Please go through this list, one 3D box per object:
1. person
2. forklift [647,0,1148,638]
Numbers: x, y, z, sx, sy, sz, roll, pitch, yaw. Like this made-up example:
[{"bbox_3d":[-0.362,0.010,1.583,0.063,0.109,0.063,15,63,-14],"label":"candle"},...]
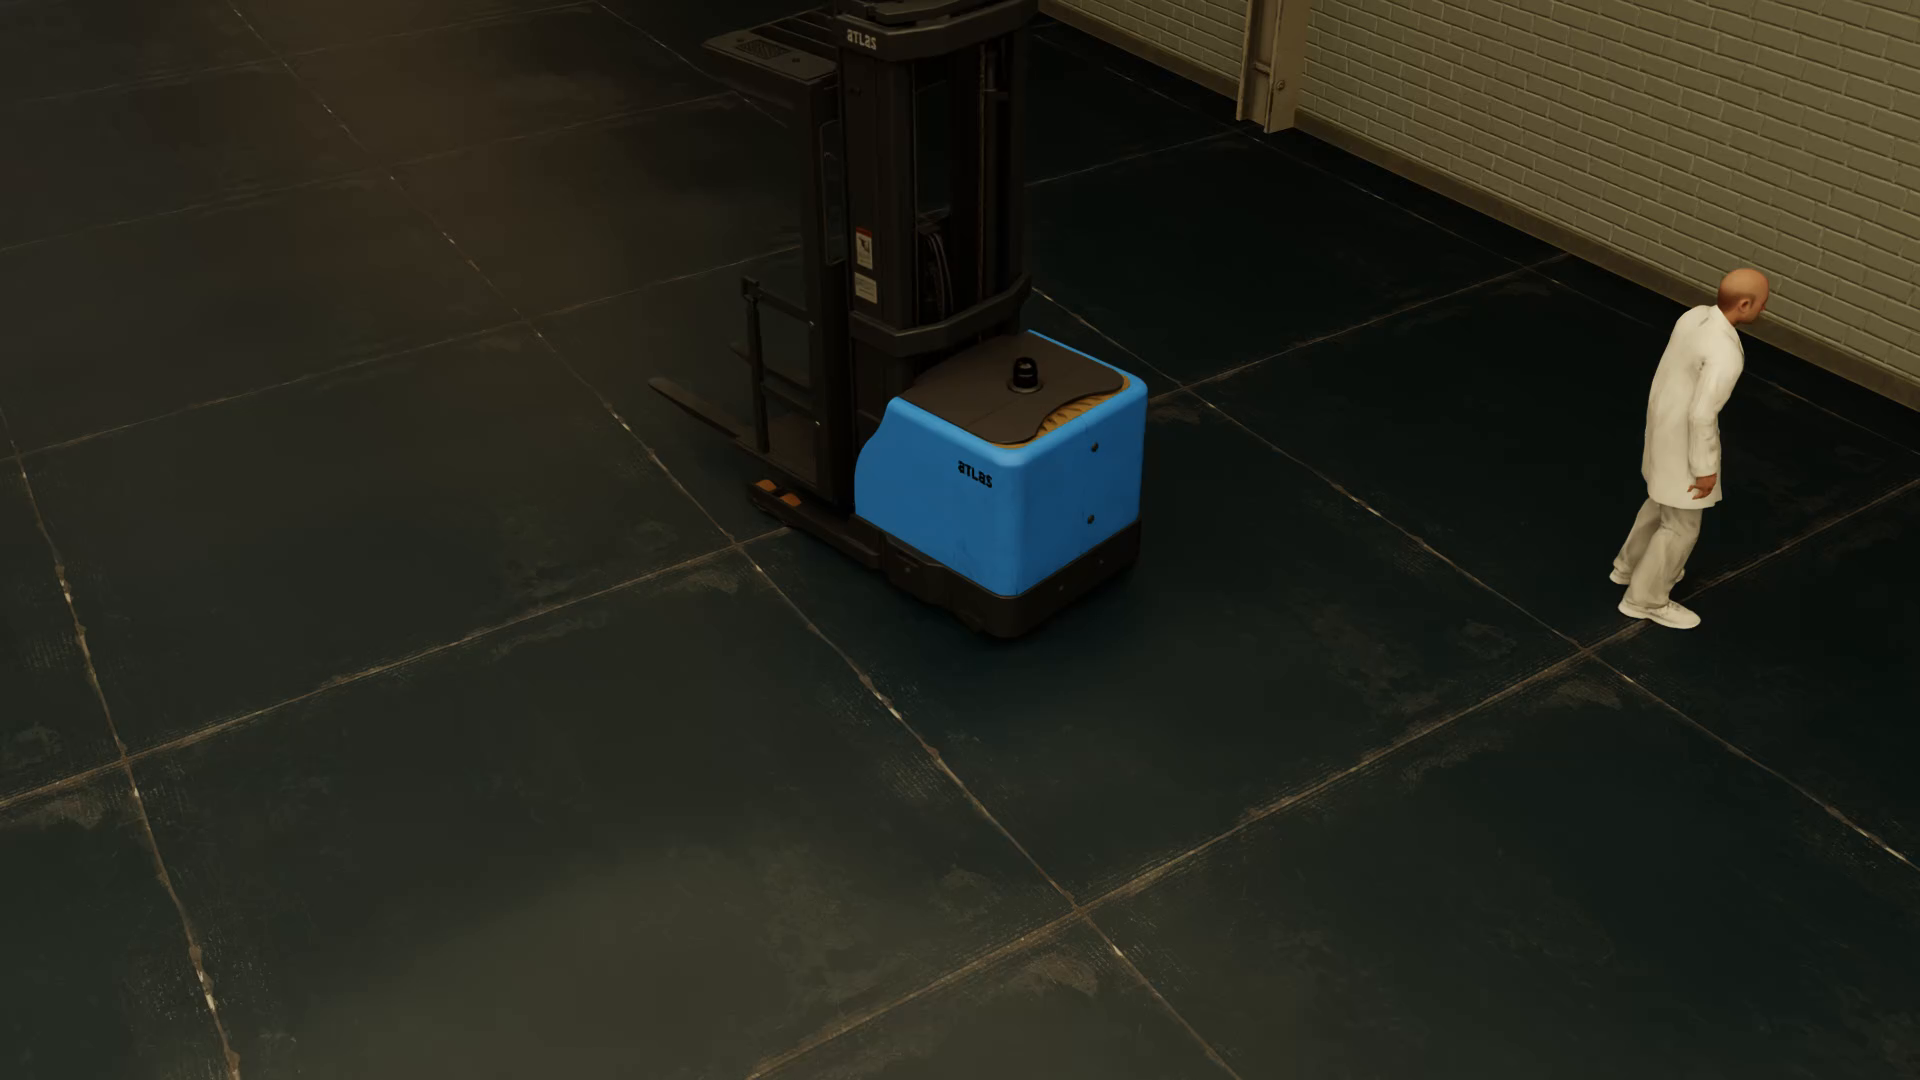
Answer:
[{"bbox_3d":[3.421,-0.452,7.800,0.434,1.773,0.643,4,35,6],"label":"person"},{"bbox_3d":[-0.496,-1.469,8.238,3.031,2.935,1.130,29,44,35],"label":"forklift"}]
